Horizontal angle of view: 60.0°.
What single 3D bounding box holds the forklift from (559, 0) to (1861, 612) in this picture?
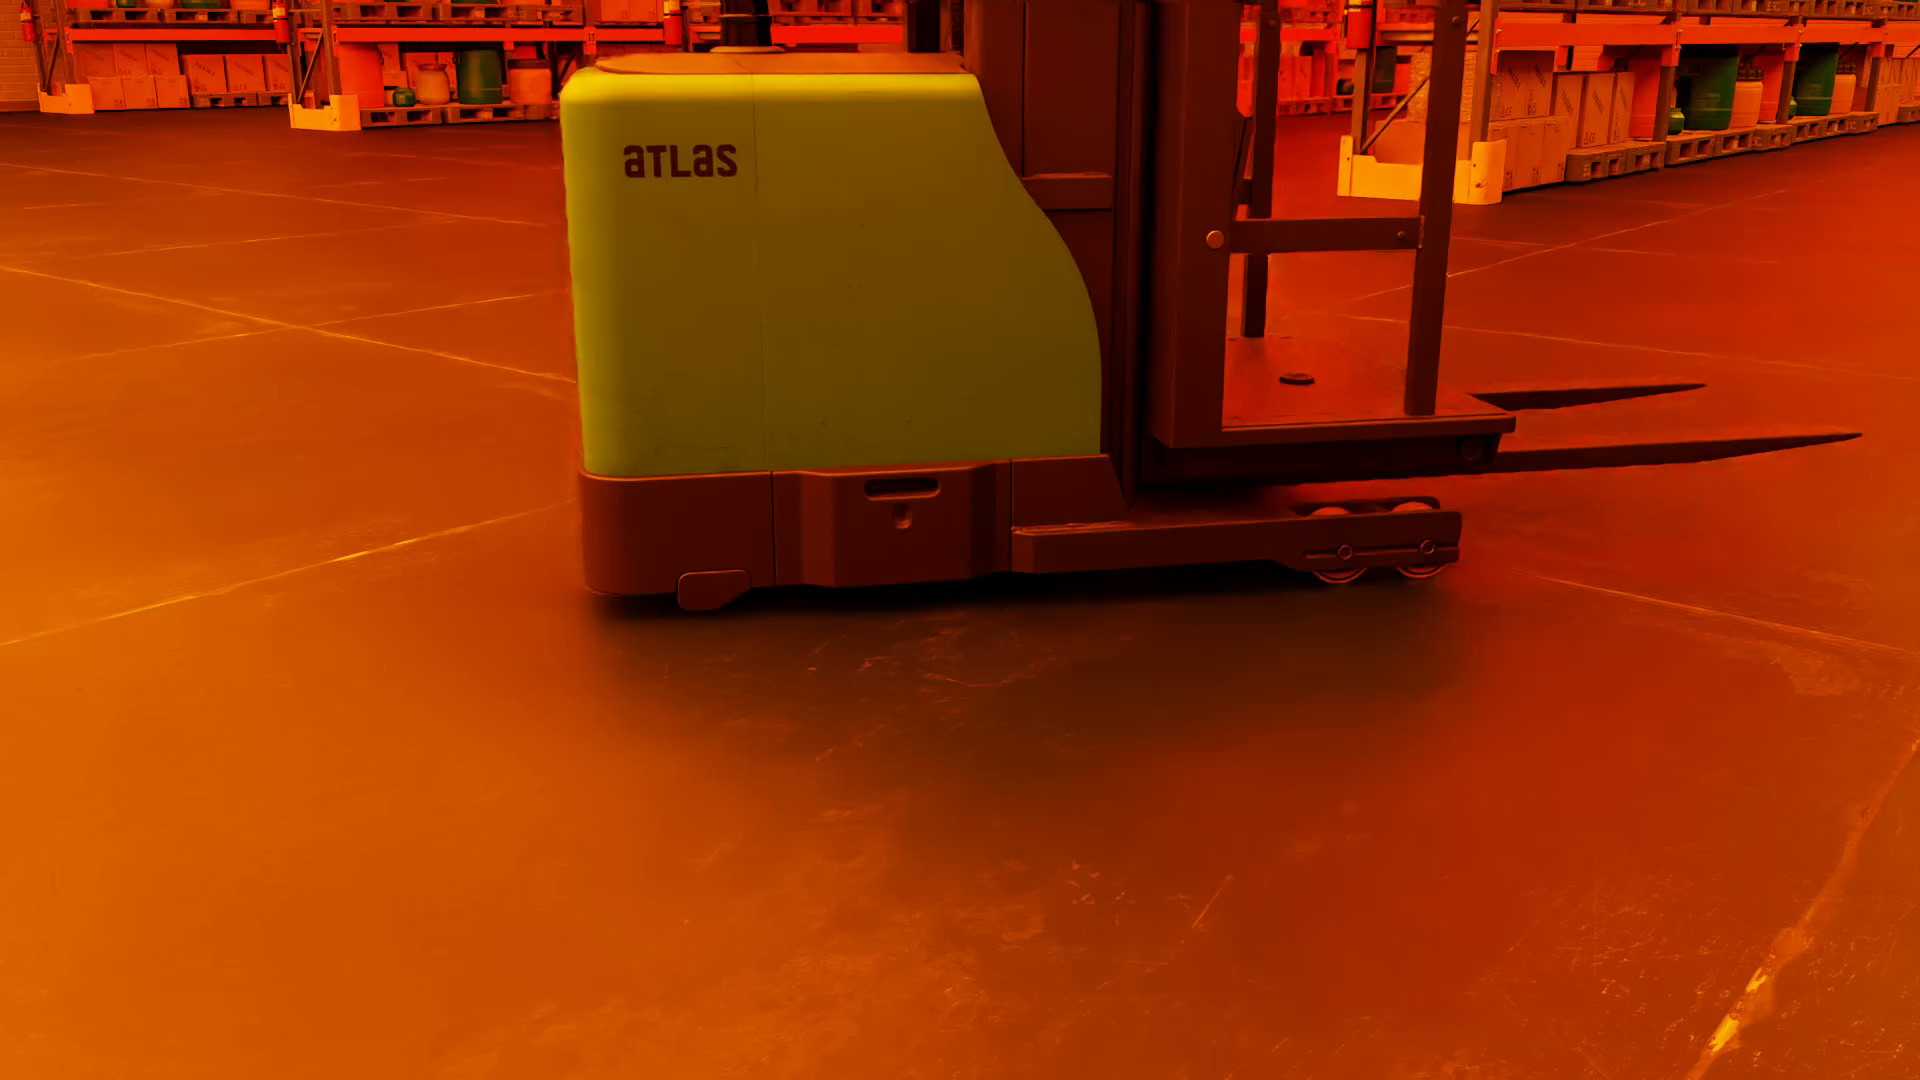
[{"bbox_3d":[0.634,-1.454,3.685,3.031,2.935,1.130,-3,17,-11],"label":"forklift"}]
